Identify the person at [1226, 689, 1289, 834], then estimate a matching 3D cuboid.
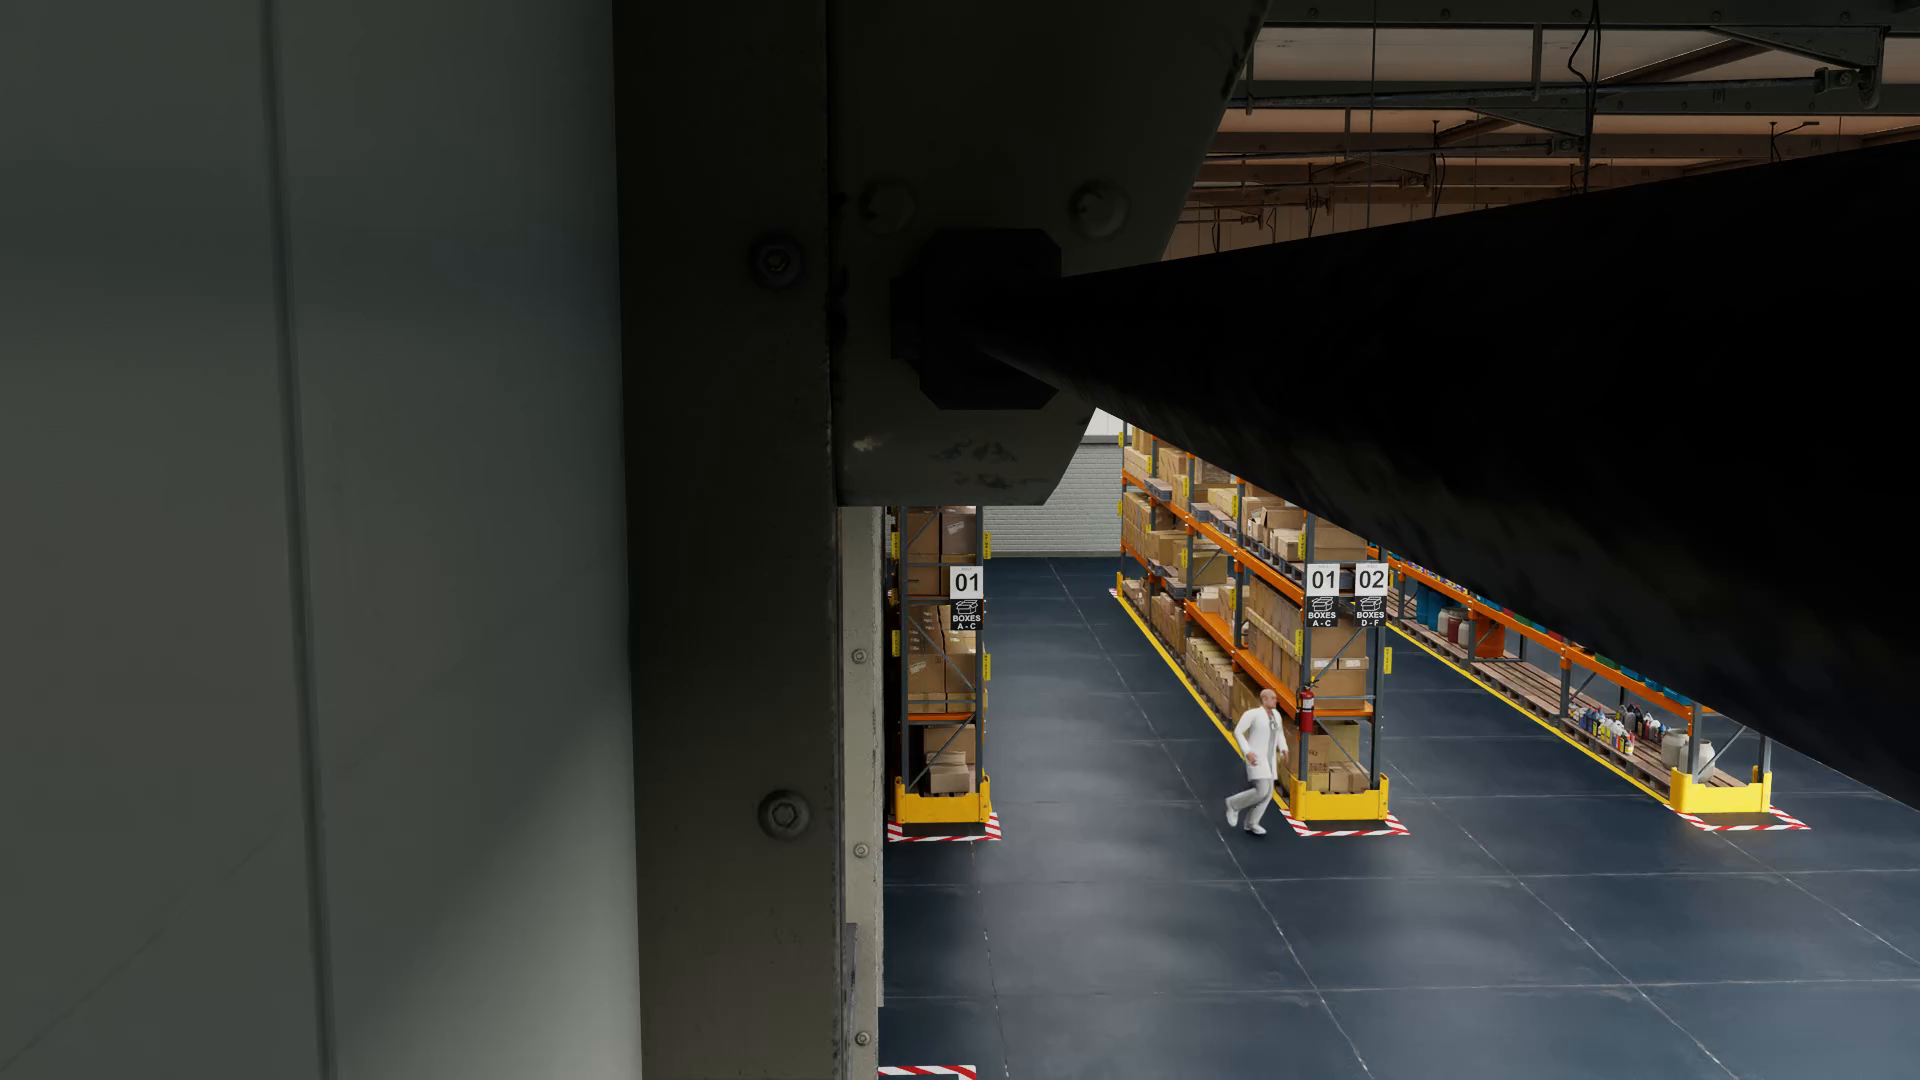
[{"bbox_3d":[3.657,2.659,20.175,0.755,1.720,0.626,-7,10,-39],"label":"person"}]
